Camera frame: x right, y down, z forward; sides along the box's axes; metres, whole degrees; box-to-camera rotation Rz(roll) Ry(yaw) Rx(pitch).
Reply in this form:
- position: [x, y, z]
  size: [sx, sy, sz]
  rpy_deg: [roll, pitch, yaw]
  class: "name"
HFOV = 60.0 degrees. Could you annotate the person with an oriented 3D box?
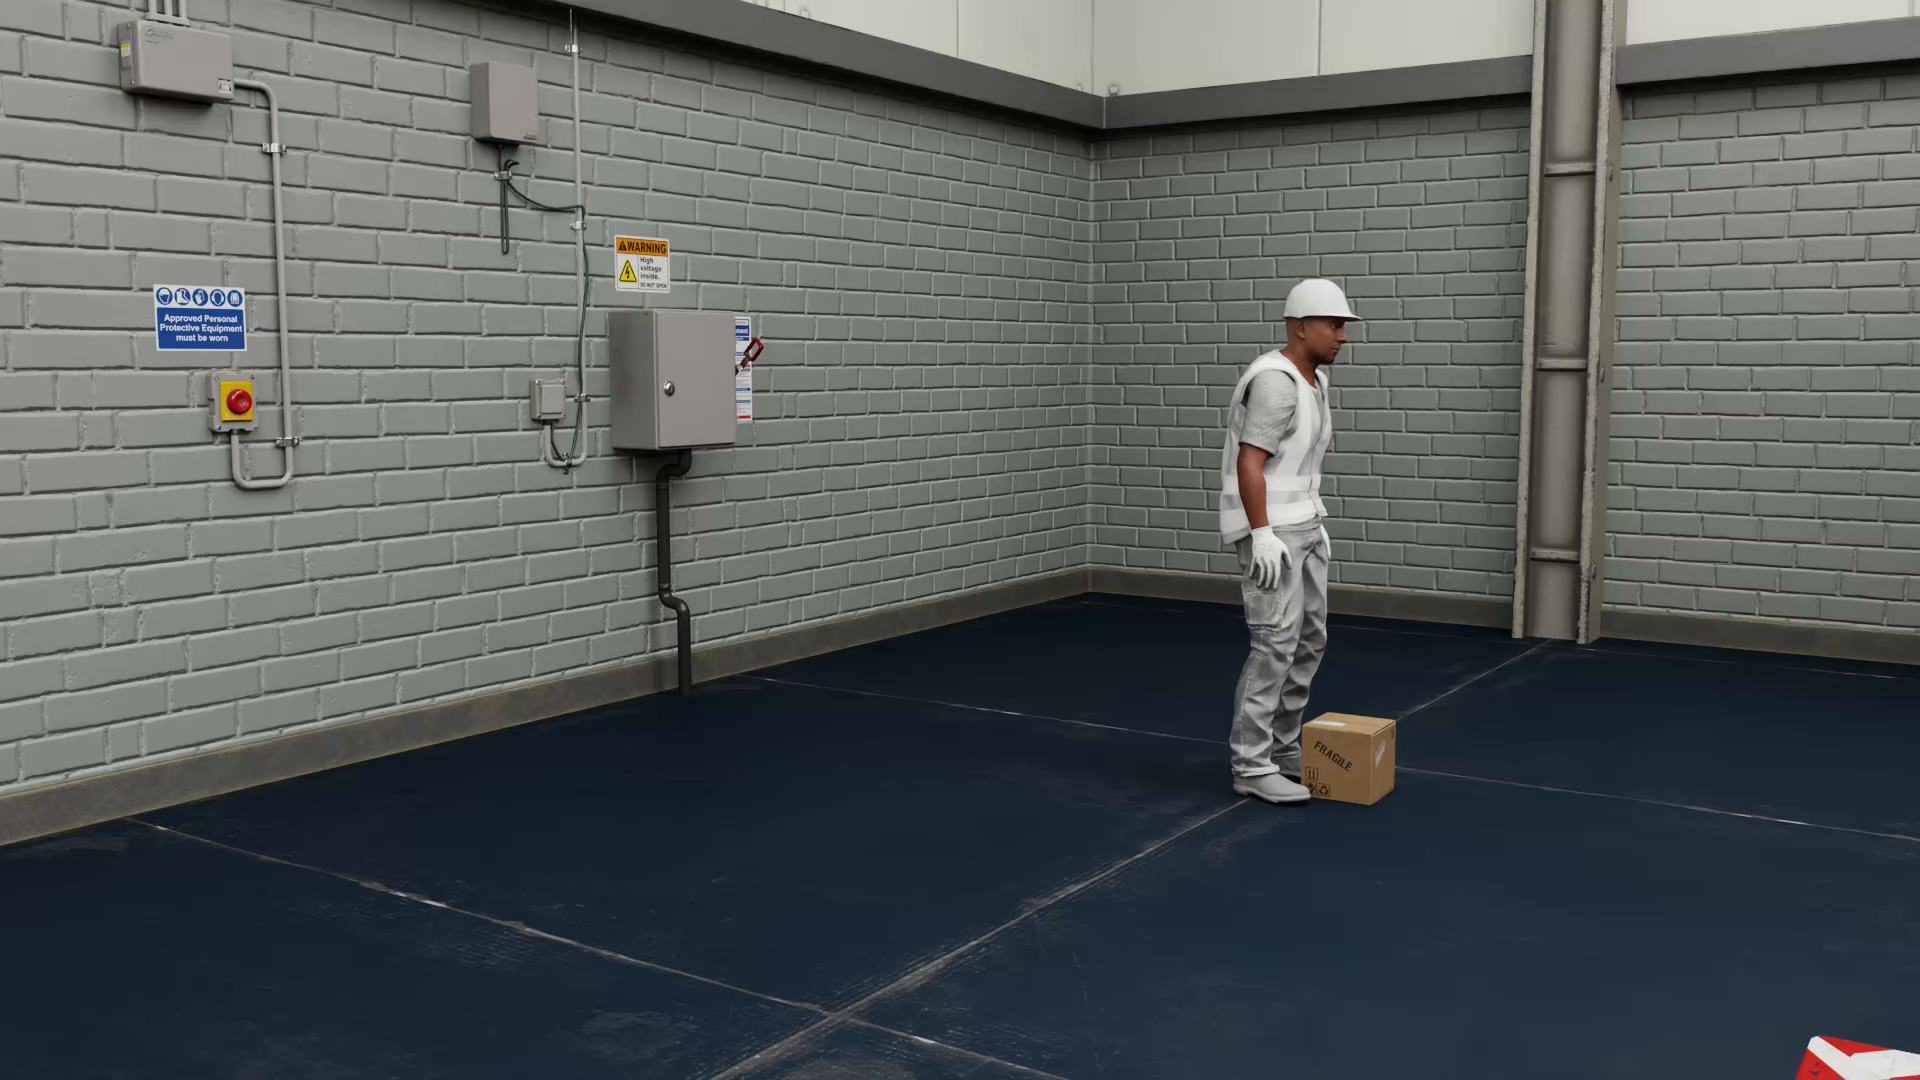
- position: [1.149, -0.013, 5.799]
  size: [0.452, 1.772, 0.615]
  rpy_deg: [4, 7, 31]
  class: "person"
